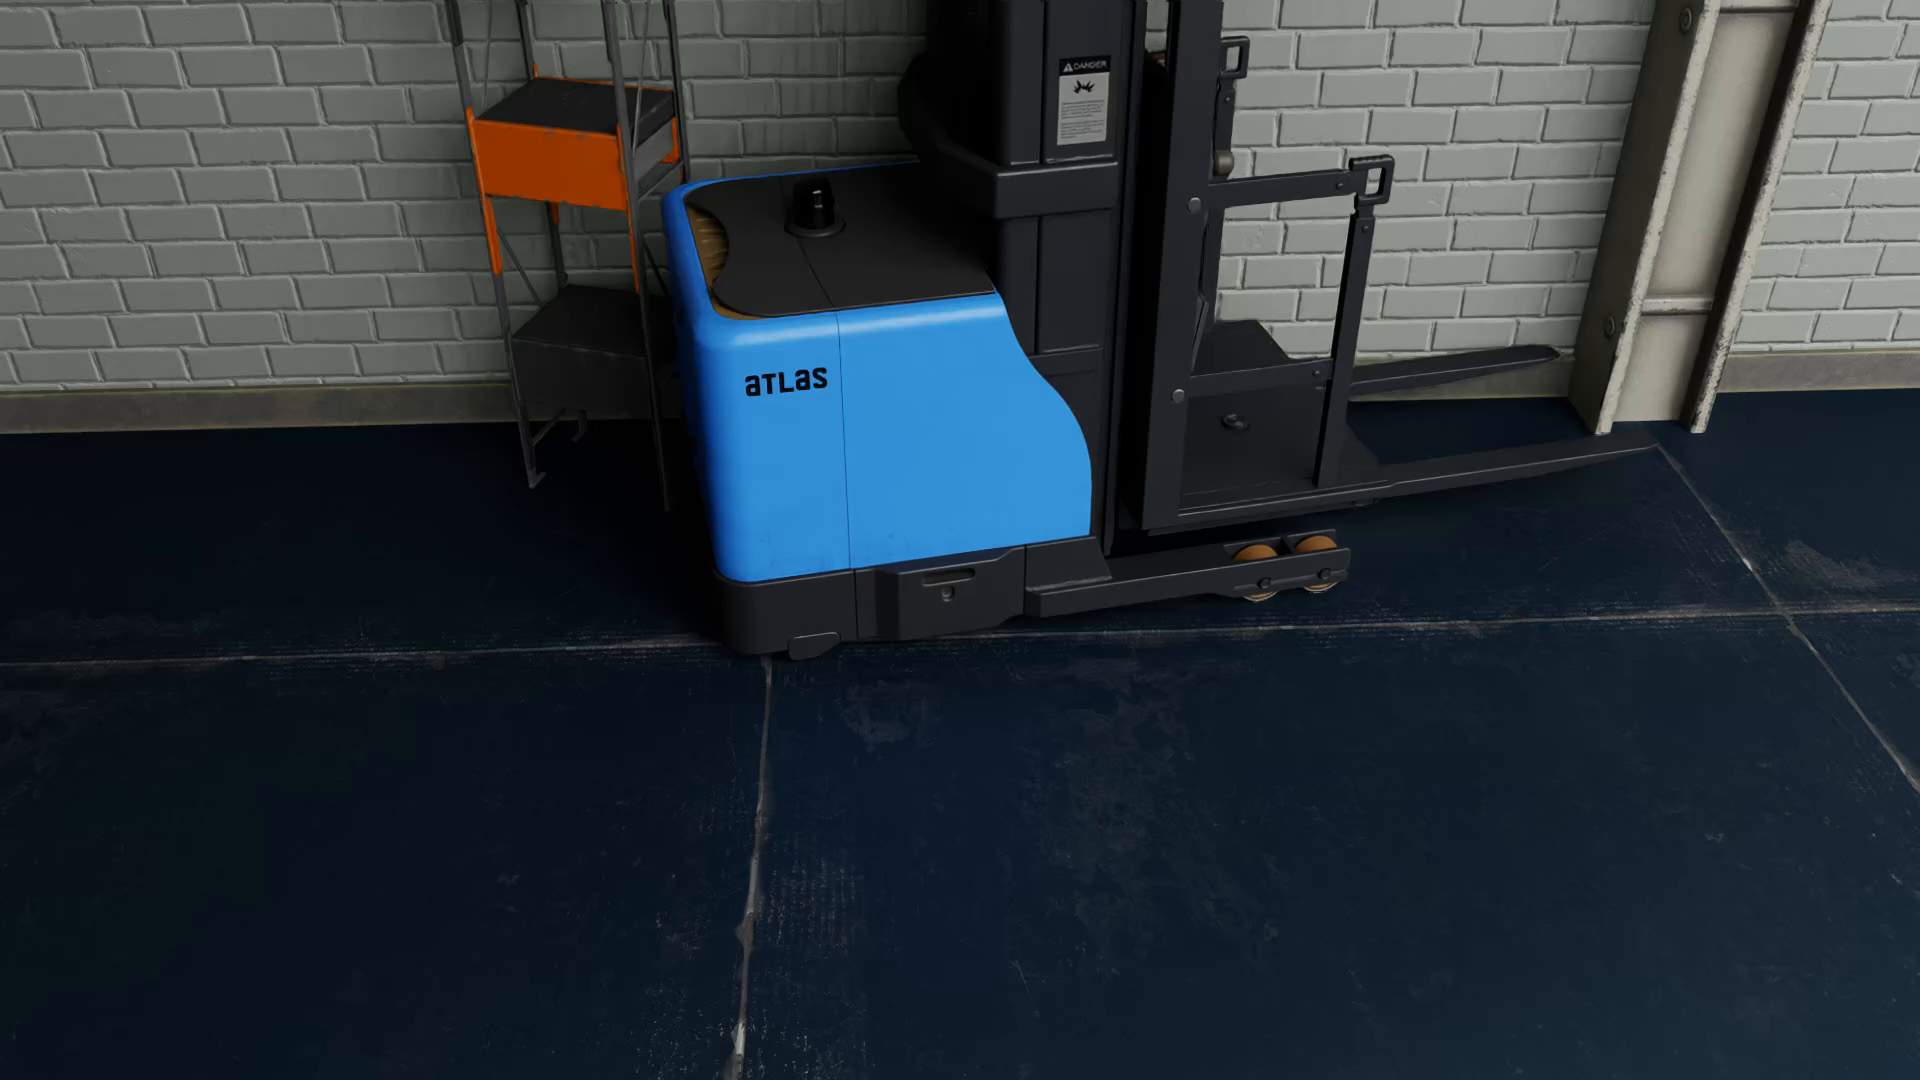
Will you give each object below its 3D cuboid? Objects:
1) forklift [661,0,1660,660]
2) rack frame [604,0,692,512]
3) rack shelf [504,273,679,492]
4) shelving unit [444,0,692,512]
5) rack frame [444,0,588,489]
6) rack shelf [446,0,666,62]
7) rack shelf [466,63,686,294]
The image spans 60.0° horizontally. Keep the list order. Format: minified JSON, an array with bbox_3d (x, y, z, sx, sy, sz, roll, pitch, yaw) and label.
[{"bbox_3d":[0.686,-1.307,4.564,3.031,2.935,1.130,-8,35,-11],"label":"forklift"},{"bbox_3d":[-0.892,-1.065,4.944,0.015,2.100,0.400,9,36,13],"label":"rack frame"},{"bbox_3d":[-1.127,-0.517,5.406,0.480,0.518,0.431,9,36,13],"label":"rack shelf"},{"bbox_3d":[-1.127,-1.104,5.000,0.503,2.100,0.431,9,36,13],"label":"shelving unit"},{"bbox_3d":[-1.361,-1.143,5.056,0.015,2.100,0.400,9,36,13],"label":"rack frame"},{"bbox_3d":[-1.127,-1.668,4.609,0.480,0.518,0.431,9,36,13],"label":"rack shelf"},{"bbox_3d":[-1.127,-1.093,5.008,0.480,0.518,0.431,9,36,13],"label":"rack shelf"}]
